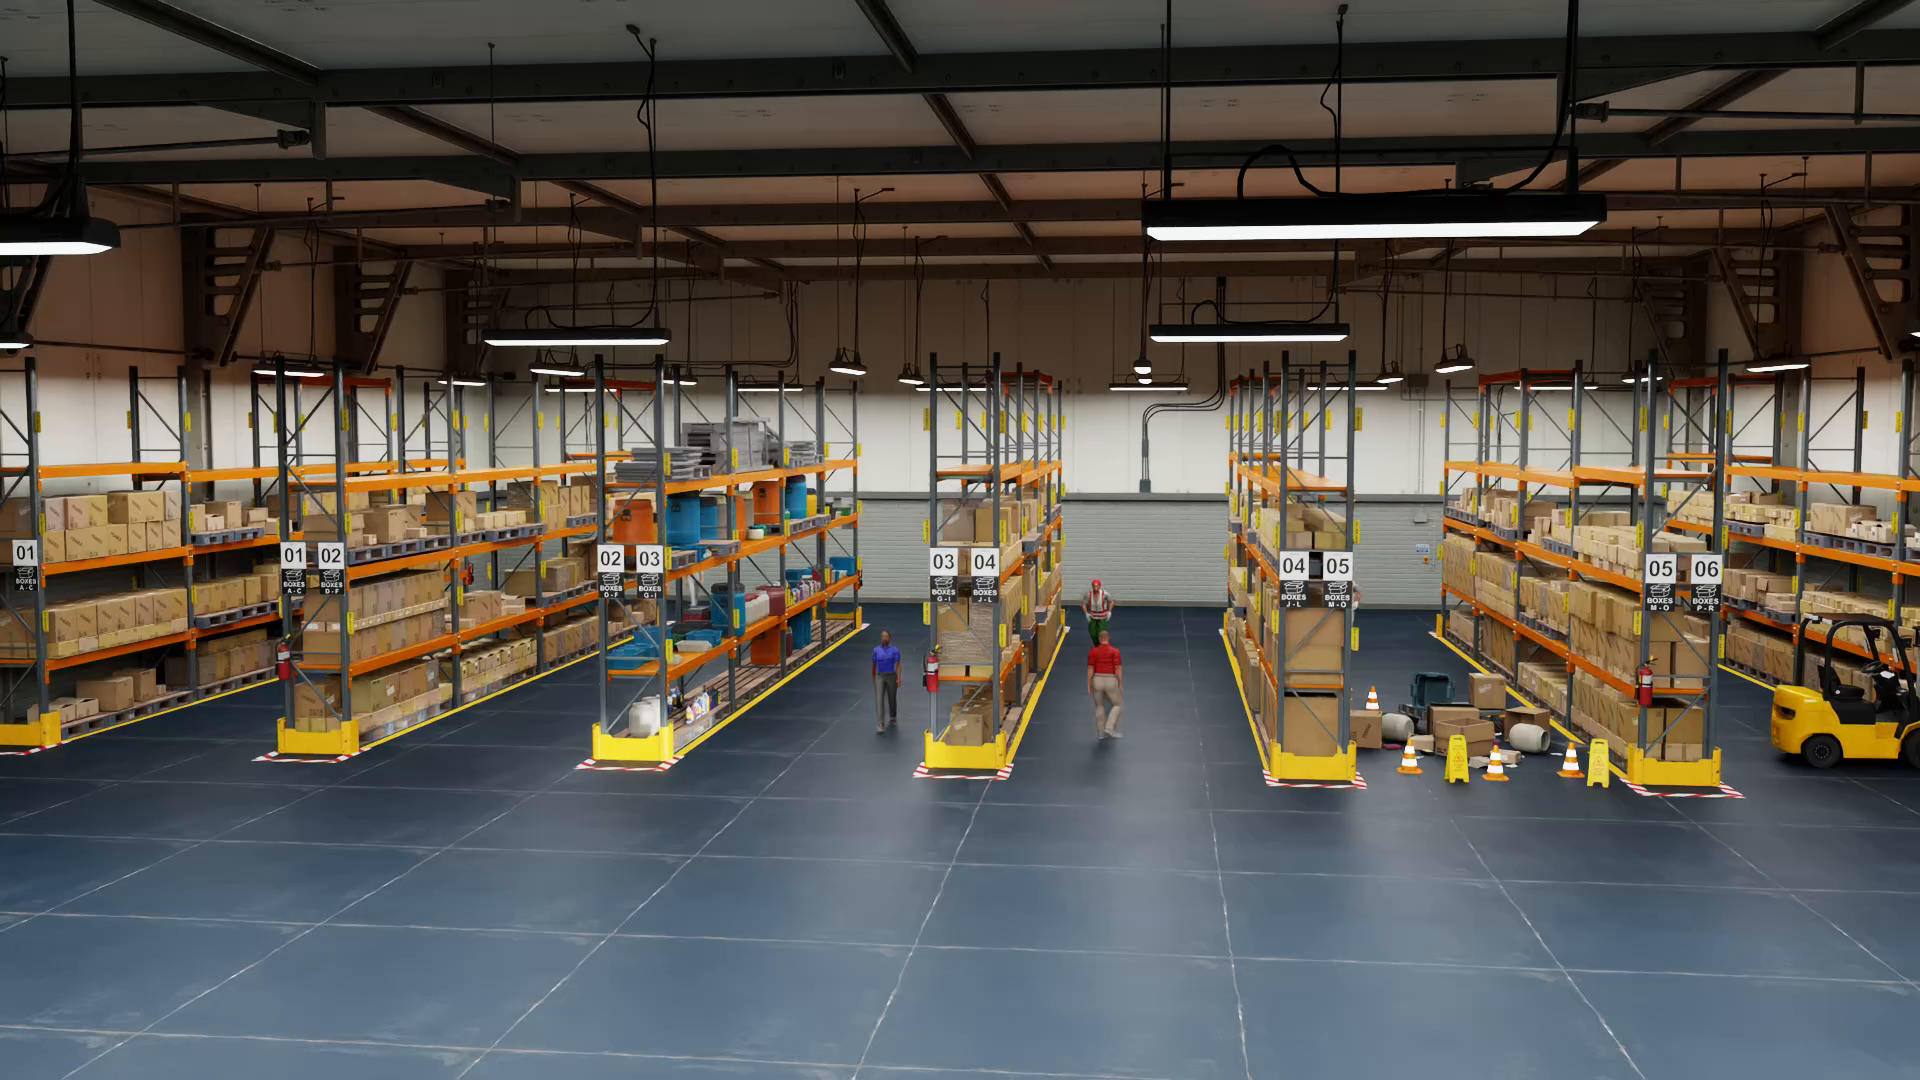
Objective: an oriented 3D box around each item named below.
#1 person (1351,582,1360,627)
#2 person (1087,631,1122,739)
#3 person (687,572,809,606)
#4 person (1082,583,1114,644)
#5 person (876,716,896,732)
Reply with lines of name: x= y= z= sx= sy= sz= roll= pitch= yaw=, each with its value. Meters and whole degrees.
person: x=8.693 y=1.515 z=37.513 sx=0.654 sy=1.683 sz=0.646 roll=1 pitch=4 yaw=16
person: x=2.291 y=2.292 z=26.226 sx=0.585 sy=1.723 sz=0.562 roll=1 pitch=4 yaw=15
person: x=-5.283 y=1.397 z=39.760 sx=0.988 sy=1.546 sz=9.914 roll=-1 pitch=4 yaw=-20
person: x=2.944 y=1.680 z=35.503 sx=0.687 sy=1.637 sz=0.613 roll=1 pitch=4 yaw=13
person: x=-1.202 y=2.931 z=27.148 sx=0.254 sy=0.268 sz=1.033 roll=0 pitch=4 yaw=4
